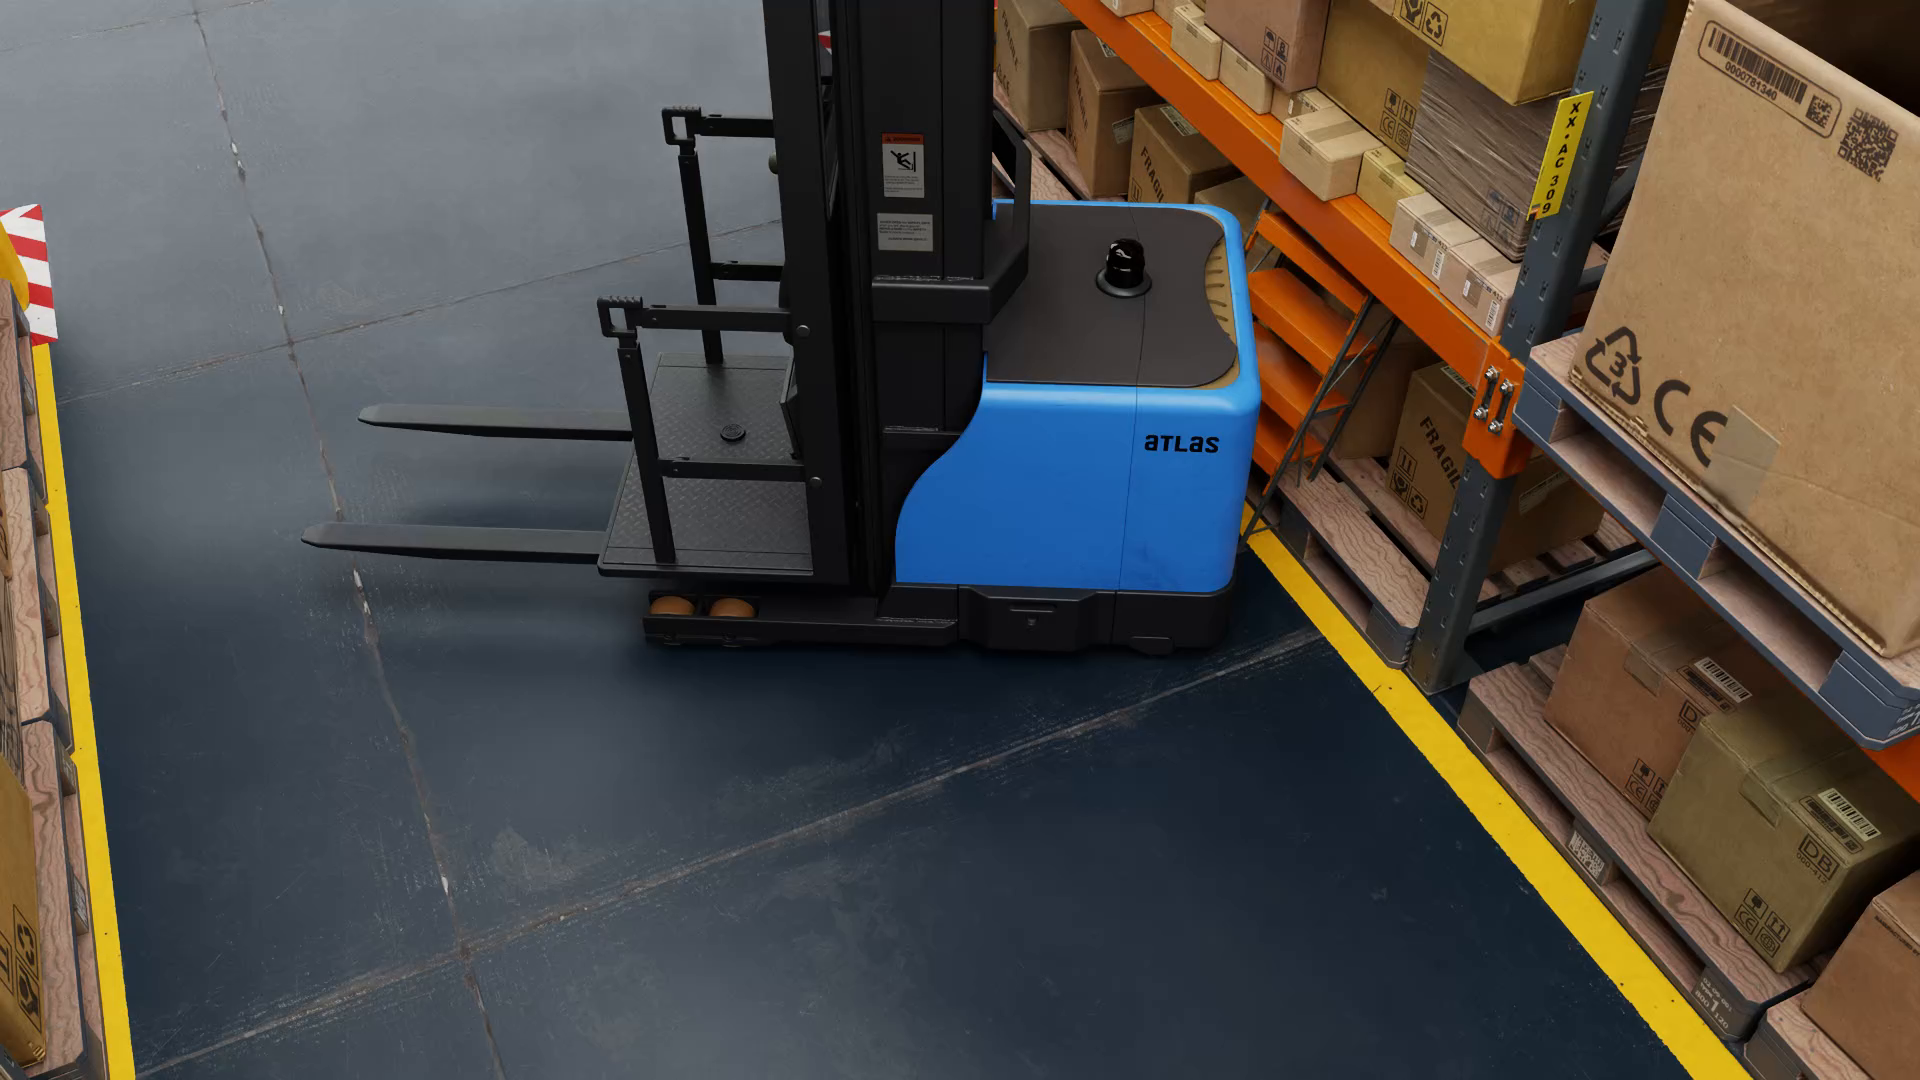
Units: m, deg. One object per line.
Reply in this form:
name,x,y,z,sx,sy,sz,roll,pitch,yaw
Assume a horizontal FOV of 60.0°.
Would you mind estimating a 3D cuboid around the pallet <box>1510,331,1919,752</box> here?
pallet,2.089,-0.157,3.910,1.003,0.211,1.213,-18,47,-17

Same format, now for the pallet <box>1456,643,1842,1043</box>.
pallet,2.229,0.733,4.857,1.003,0.211,1.213,-18,47,-17

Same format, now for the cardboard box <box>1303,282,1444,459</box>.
cardboard box,1.520,-0.644,5.748,0.500,0.500,0.500,-5,45,-5

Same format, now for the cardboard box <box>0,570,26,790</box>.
cardboard box,-3.226,0.257,4.567,0.875,0.875,0.875,-18,47,-17

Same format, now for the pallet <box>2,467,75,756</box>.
pallet,-3.408,0.352,5.243,1.003,0.211,1.213,-18,47,-17

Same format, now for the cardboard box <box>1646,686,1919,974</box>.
cardboard box,2.322,0.685,4.386,0.700,0.500,0.500,-18,47,-18

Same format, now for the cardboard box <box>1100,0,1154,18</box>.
cardboard box,0.664,-1.978,5.798,0.380,0.149,0.250,-18,47,-17

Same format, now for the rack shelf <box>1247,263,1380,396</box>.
rack shelf,1.105,-0.692,5.413,0.258,0.148,0.480,-16,51,-37

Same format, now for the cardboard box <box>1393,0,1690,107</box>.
cardboard box,1.461,-1.458,4.097,0.500,0.500,0.500,-18,47,-17

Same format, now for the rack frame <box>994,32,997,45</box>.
rack frame,0.218,-3.304,6.963,1.000,3.000,0.127,-18,47,-17

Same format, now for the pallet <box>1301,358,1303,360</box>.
pallet,1.069,-0.959,6.571,1.003,0.211,1.213,-18,47,-17

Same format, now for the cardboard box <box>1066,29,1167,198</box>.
cardboard box,0.748,-1.790,6.909,0.500,0.500,0.500,-7,45,-7

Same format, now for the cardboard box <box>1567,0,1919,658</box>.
cardboard box,2.107,-0.570,3.466,1.000,1.000,1.000,-18,47,-17

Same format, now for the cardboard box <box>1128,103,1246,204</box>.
cardboard box,0.994,-1.386,6.499,0.500,0.500,0.500,-14,46,-14

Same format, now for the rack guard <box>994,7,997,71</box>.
rack guard,0.250,-2.366,7.792,1.175,0.500,0.348,-18,47,-17

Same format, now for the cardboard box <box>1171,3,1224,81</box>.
cardboard box,0.926,-1.676,5.492,0.380,0.149,0.250,-18,47,-17

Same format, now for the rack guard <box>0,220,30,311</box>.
rack guard,-4.335,-1.029,6.437,1.175,0.500,0.348,-18,47,-17

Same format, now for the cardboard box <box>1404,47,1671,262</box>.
cardboard box,1.767,-1.202,4.549,0.875,0.500,0.500,-18,47,-17

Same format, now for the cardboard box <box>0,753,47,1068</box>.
cardboard box,-2.844,0.831,3.986,0.875,0.875,0.875,-17,47,-17

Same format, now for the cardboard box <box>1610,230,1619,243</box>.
cardboard box,2.083,-0.891,4.697,0.380,0.149,0.250,-18,47,-17

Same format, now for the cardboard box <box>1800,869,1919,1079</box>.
cardboard box,2.558,1.042,4.025,0.700,0.500,0.500,-22,49,-21

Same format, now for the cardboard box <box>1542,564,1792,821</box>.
cardboard box,2.139,0.376,4.700,0.700,0.500,0.500,-22,49,-20

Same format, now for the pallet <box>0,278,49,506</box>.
pallet,-3.917,-0.425,6.030,1.003,0.211,1.213,-18,47,-17

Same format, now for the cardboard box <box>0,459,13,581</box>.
cardboard box,-3.608,-0.324,5.157,0.875,0.875,0.875,-19,48,-18

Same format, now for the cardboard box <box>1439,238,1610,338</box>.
cardboard box,1.543,-0.716,4.519,0.380,0.149,0.250,-18,47,-17

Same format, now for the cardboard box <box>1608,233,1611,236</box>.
cardboard box,1.989,-1.055,4.862,0.380,0.149,0.250,-18,47,-17

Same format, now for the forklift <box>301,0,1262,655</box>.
forklift,-0.627,-1.065,4.742,3.031,2.935,1.130,2,45,2

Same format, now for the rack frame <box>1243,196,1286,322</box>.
rack frame,0.920,-0.735,5.632,0.240,1.200,0.015,-16,51,-37

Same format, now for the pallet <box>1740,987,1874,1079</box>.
pallet,2.746,1.512,4.068,1.003,0.211,1.213,-18,47,-17

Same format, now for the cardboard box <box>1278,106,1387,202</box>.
cardboard box,1.190,-1.181,4.991,0.380,0.149,0.250,-18,47,-17

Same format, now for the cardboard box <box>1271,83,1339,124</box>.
cardboard box,1.204,-1.380,5.191,0.380,0.149,0.250,-18,47,-17

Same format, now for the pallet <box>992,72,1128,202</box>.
pallet,0.560,-1.735,7.358,1.003,0.211,1.213,-18,47,-17

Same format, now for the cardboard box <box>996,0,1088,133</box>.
cardboard box,0.466,-2.161,7.285,0.500,0.500,0.500,-10,45,-10

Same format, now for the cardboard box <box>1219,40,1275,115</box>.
cardboard box,1.062,-1.527,5.341,0.380,0.149,0.250,-18,47,-17

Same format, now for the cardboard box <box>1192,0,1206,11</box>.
cardboard box,1.114,-2.150,5.511,0.875,0.500,0.500,-18,47,-17

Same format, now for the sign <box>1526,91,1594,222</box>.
sign,1.411,-0.898,3.908,0.100,0.325,0.005,-18,47,-17

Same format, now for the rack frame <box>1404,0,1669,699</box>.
rack frame,1.900,-0.755,4.380,1.000,3.000,0.127,-18,47,-17

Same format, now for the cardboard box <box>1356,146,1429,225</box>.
cardboard box,1.396,-1.055,4.862,0.380,0.149,0.250,-18,47,-17

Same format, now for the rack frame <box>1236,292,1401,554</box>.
rack frame,1.202,-0.420,5.388,0.240,1.200,0.015,-16,51,-37

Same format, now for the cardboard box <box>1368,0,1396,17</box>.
cardboard box,1.250,-1.776,4.420,0.500,0.500,0.500,-18,47,-17

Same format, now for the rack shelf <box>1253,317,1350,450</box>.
rack shelf,1.042,-0.529,5.552,0.258,0.148,0.480,-16,51,-37

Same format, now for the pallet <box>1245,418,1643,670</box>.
pallet,1.586,-0.180,5.782,1.003,0.211,1.213,-18,47,-17

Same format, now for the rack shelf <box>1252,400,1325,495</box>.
rack shelf,0.987,-0.383,5.676,0.258,0.148,0.480,-16,51,-37

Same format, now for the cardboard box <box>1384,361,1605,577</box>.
cardboard box,1.768,-0.281,5.380,0.500,0.500,0.500,-19,48,-19

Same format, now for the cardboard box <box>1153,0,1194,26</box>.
cardboard box,0.890,-1.858,5.676,0.380,0.149,0.250,-18,47,-17

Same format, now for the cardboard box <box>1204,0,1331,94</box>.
cardboard box,1.287,-1.819,5.175,0.875,0.500,0.500,-18,47,-17

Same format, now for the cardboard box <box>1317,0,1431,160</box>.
cardboard box,1.589,-1.531,4.883,0.875,0.500,0.500,-18,47,-17

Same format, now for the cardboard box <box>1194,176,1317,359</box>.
cardboard box,1.188,-1.017,6.125,0.500,0.500,0.500,-22,49,-21

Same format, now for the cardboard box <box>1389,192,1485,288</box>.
cardboard box,1.446,-0.878,4.683,0.380,0.149,0.250,-18,47,-17

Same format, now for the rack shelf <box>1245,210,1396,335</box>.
rack shelf,1.171,-0.865,5.265,0.258,0.148,0.480,-16,51,-37

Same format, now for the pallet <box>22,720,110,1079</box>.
pallet,-2.891,1.130,4.454,1.003,0.211,1.213,-18,47,-17

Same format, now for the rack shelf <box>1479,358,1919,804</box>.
rack shelf,2.741,0.776,3.341,1.077,0.370,4.000,-18,47,-17

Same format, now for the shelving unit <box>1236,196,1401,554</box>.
shelving unit,1.061,-0.578,5.510,0.258,1.200,0.503,-16,51,-37

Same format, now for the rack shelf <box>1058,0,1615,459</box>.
rack shelf,1.059,-1.774,5.924,1.077,0.370,4.000,-18,47,-17
